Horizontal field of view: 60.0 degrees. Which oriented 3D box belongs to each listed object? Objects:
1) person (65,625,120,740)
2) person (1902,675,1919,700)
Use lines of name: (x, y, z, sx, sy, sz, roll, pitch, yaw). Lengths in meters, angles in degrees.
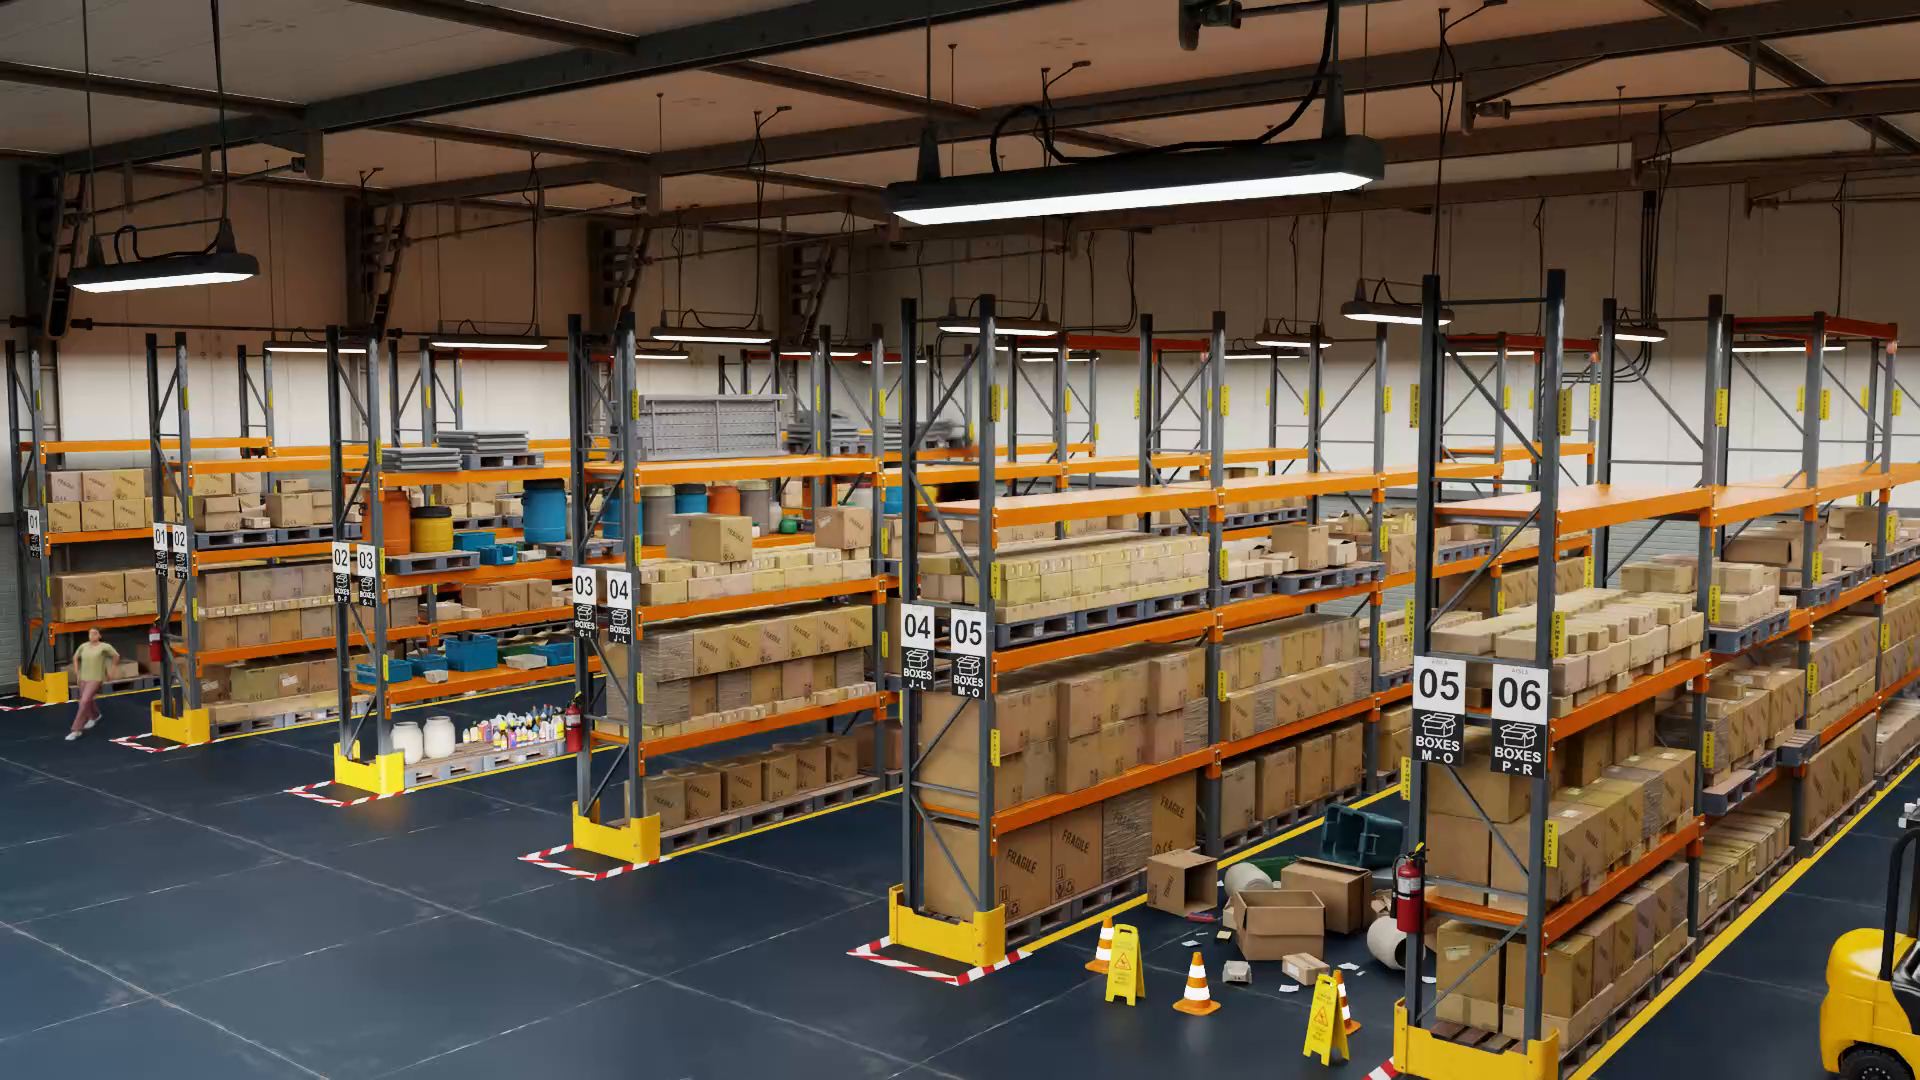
person: (-12.967, 2.095, 24.839, 0.640, 1.650, 0.947, 1, 5, 6)
person: (14.728, 2.007, 25.644, 0.744, 1.732, 0.574, -3, 6, -27)
